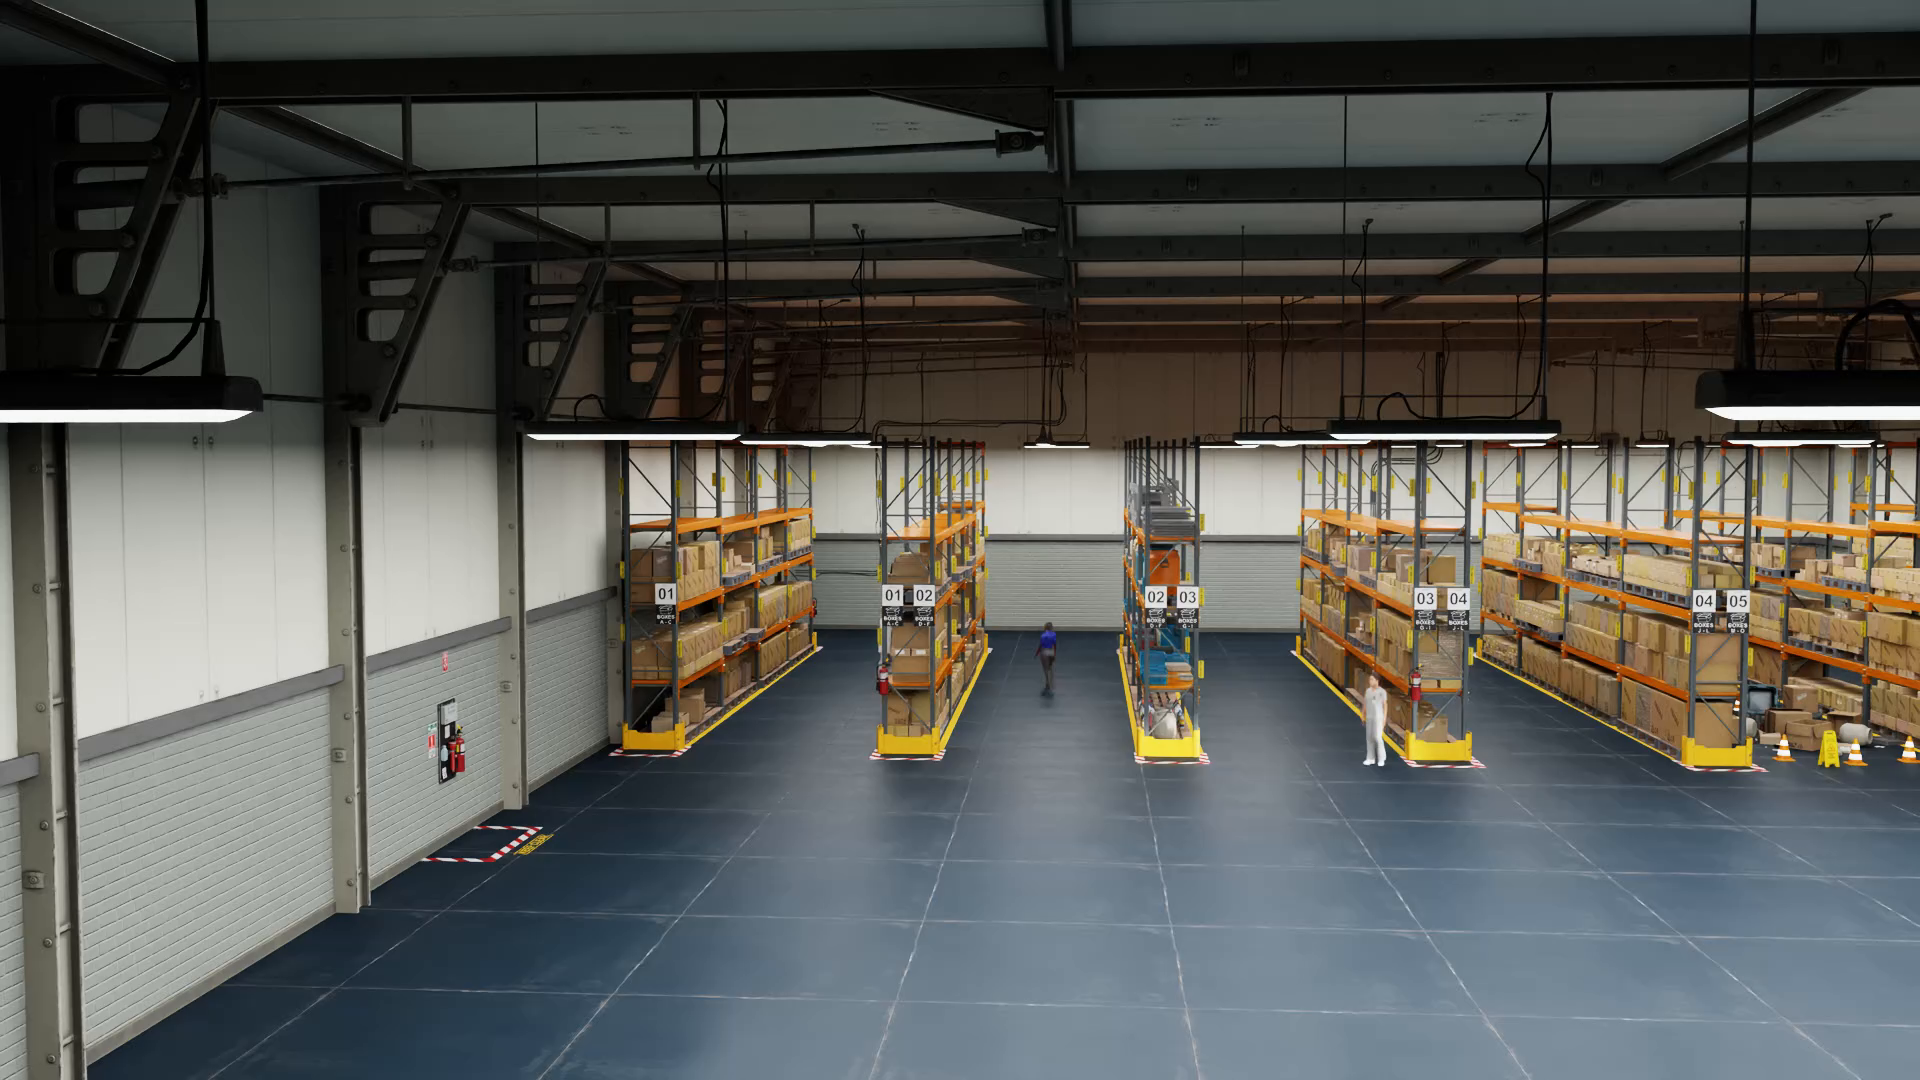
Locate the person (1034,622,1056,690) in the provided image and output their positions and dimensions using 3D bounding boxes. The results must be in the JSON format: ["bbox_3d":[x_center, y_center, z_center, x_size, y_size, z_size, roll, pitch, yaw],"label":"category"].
[{"bbox_3d":[2.064,2.806,39.742,0.490,1.701,0.598,-2,4,-36],"label":"person"}]

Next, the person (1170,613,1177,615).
[{"bbox_3d":[6.318,2.285,48.673,0.573,1.646,0.974,-1,3,-13],"label":"person"}]

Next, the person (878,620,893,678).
[{"bbox_3d":[-1.828,2.616,41.593,0.461,1.771,0.604,0,3,8],"label":"person"}]

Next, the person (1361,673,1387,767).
[{"bbox_3d":[7.544,3.262,30.303,0.386,1.684,0.477,-3,4,-40],"label":"person"}]

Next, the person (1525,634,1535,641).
[{"bbox_3d":[16.477,2.292,48.103,0.544,1.754,0.556,-1,3,-15],"label":"person"}]
